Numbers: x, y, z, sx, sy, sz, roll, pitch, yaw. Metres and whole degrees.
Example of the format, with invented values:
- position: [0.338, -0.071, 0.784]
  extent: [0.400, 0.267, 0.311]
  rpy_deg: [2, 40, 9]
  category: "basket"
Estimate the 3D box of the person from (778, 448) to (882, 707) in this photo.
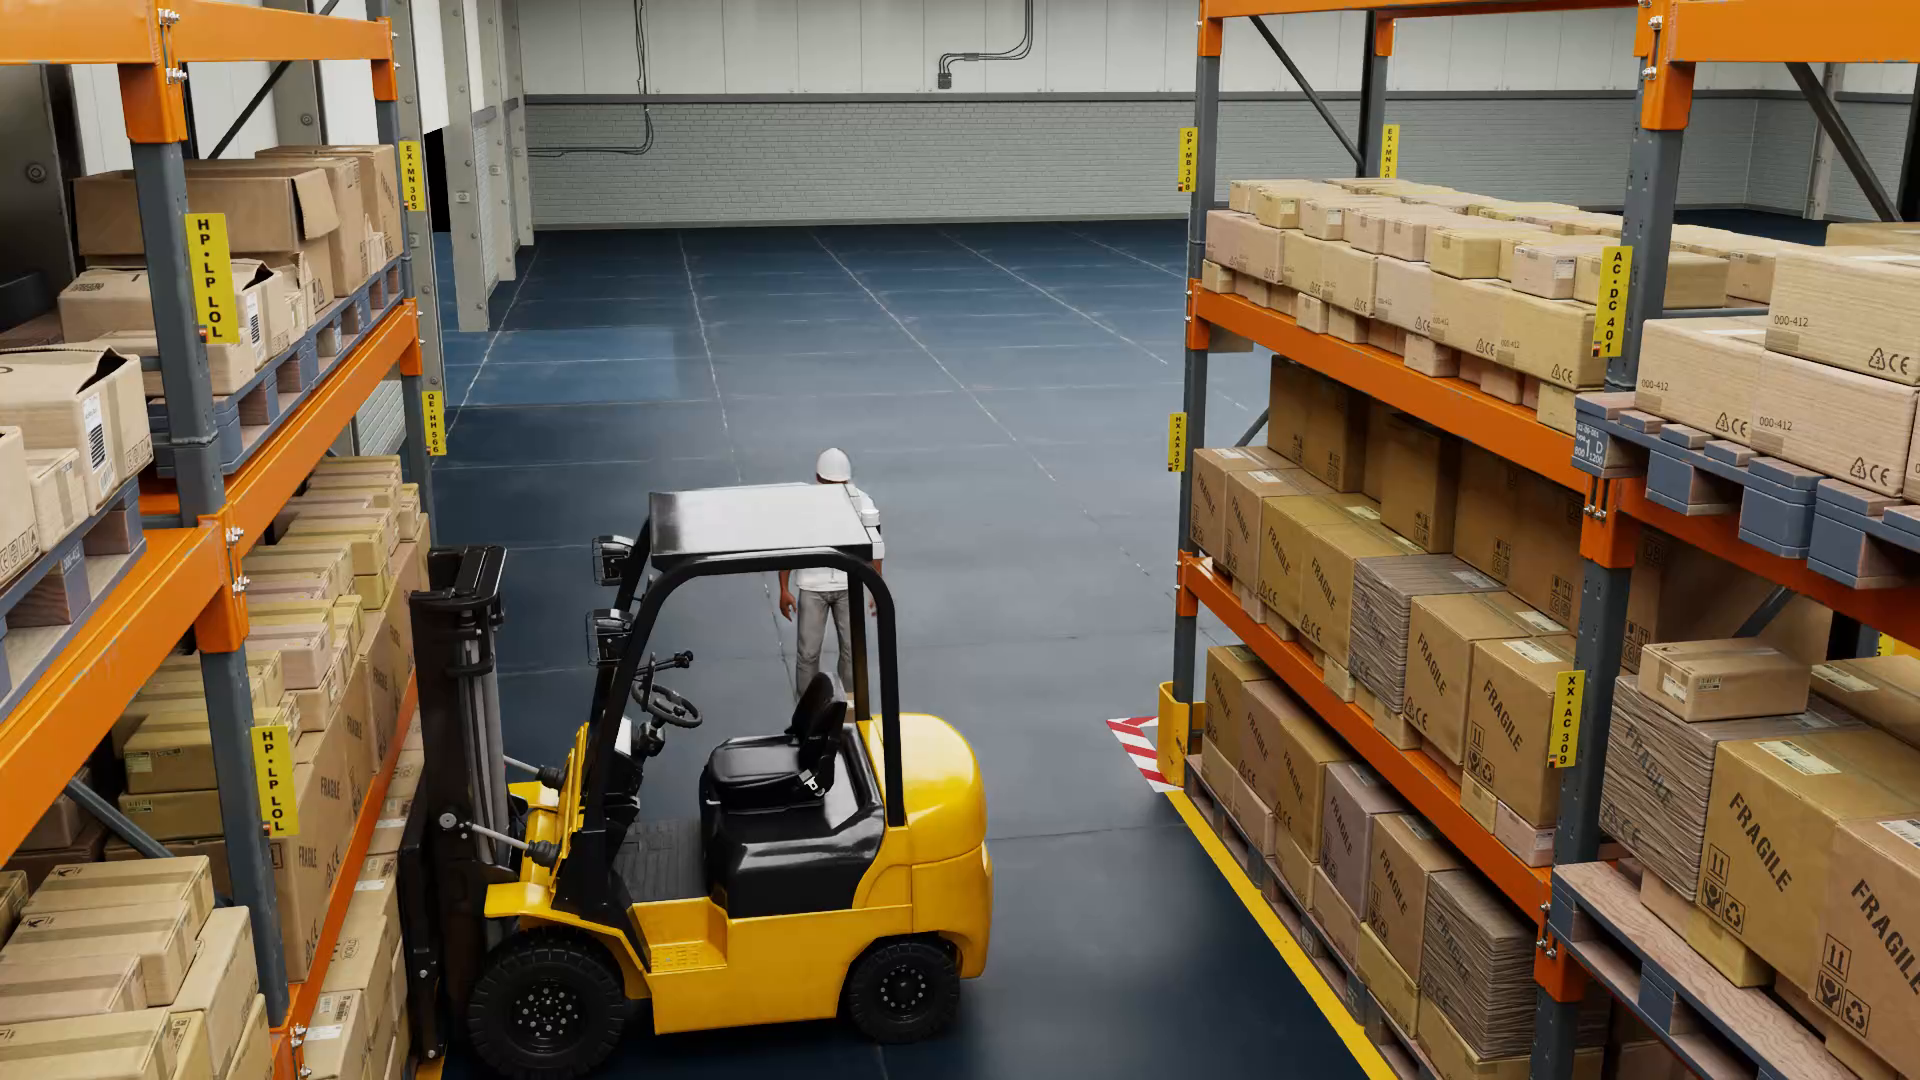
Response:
- position: [-0.773, 0.300, 9.973]
  extent: [0.629, 1.761, 0.462]
  rpy_deg: [-3, 17, -11]
  category: "person"
